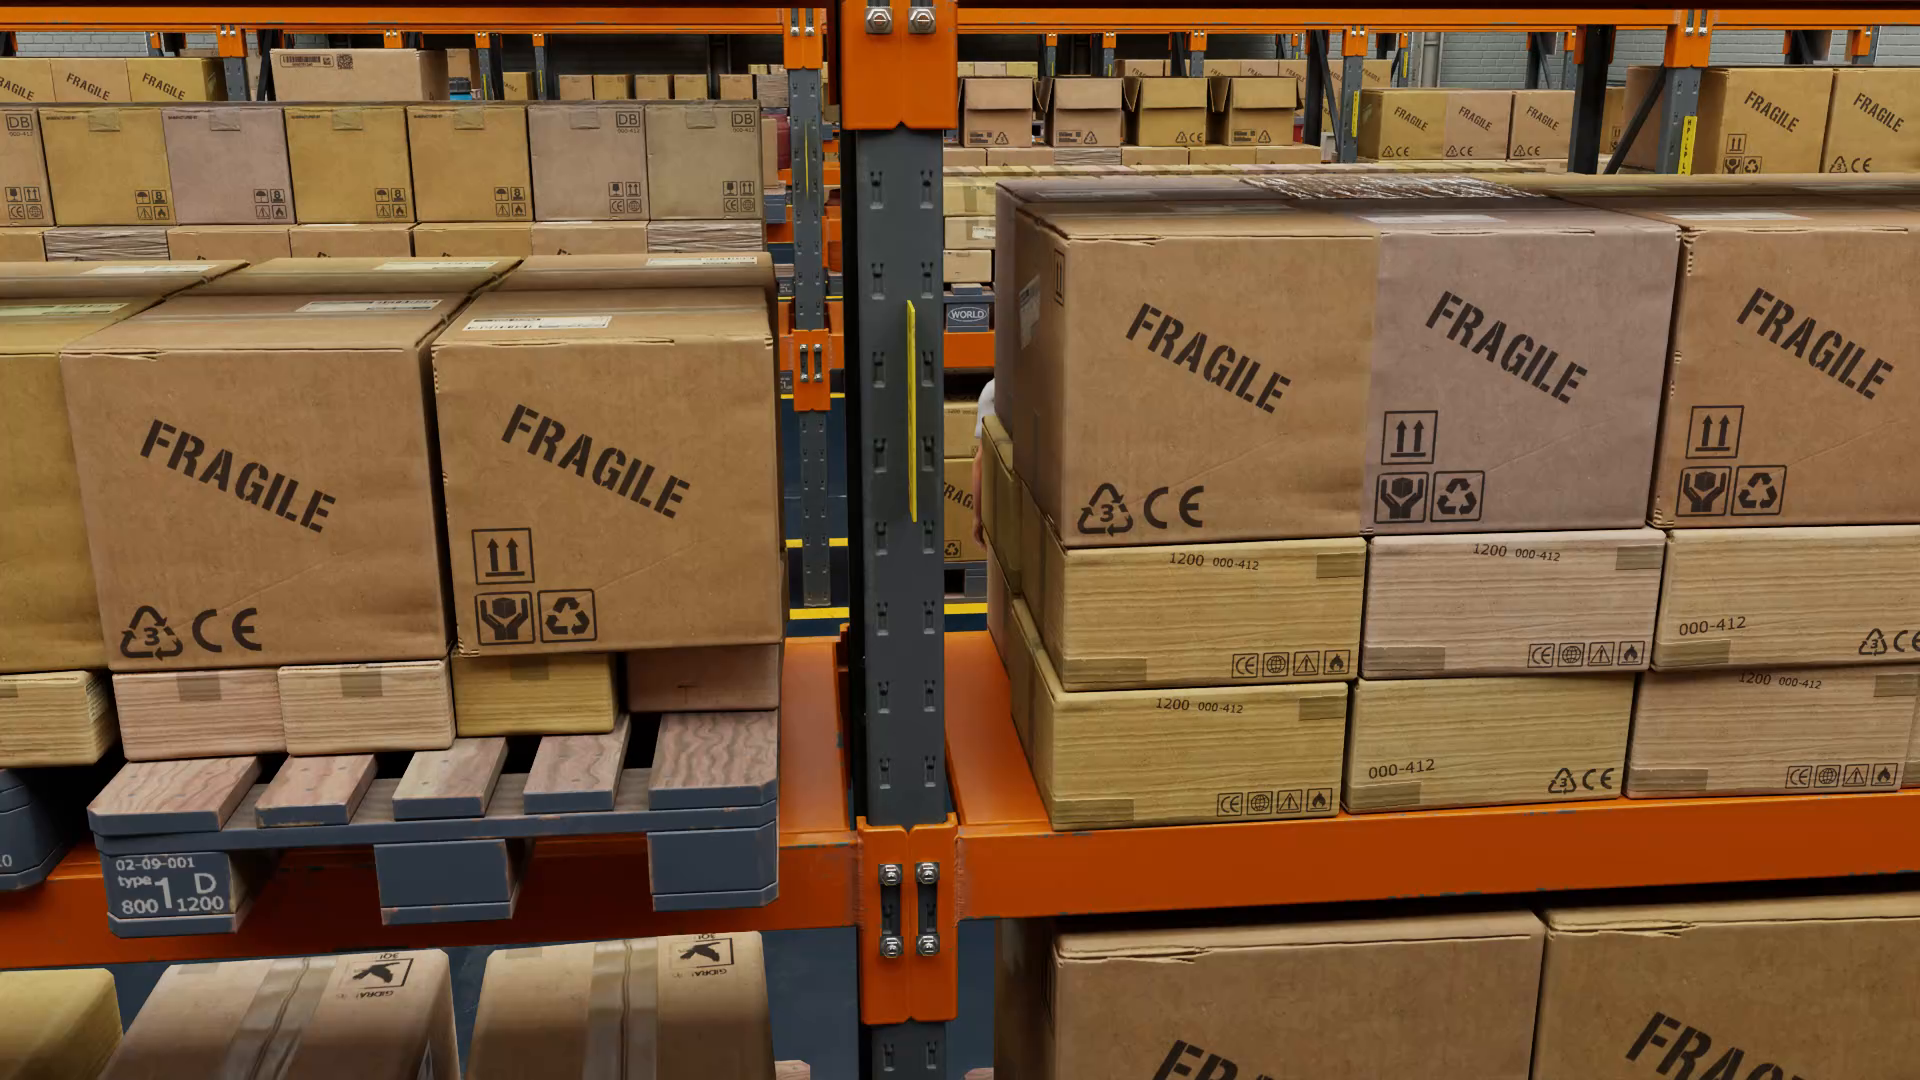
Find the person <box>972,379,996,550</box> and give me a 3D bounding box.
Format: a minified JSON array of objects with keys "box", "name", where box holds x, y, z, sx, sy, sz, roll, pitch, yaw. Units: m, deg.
[{"box":[0.284,-0.073,6.283,0.487,1.673,0.356,-2,17,-5],"name":"person"}]
